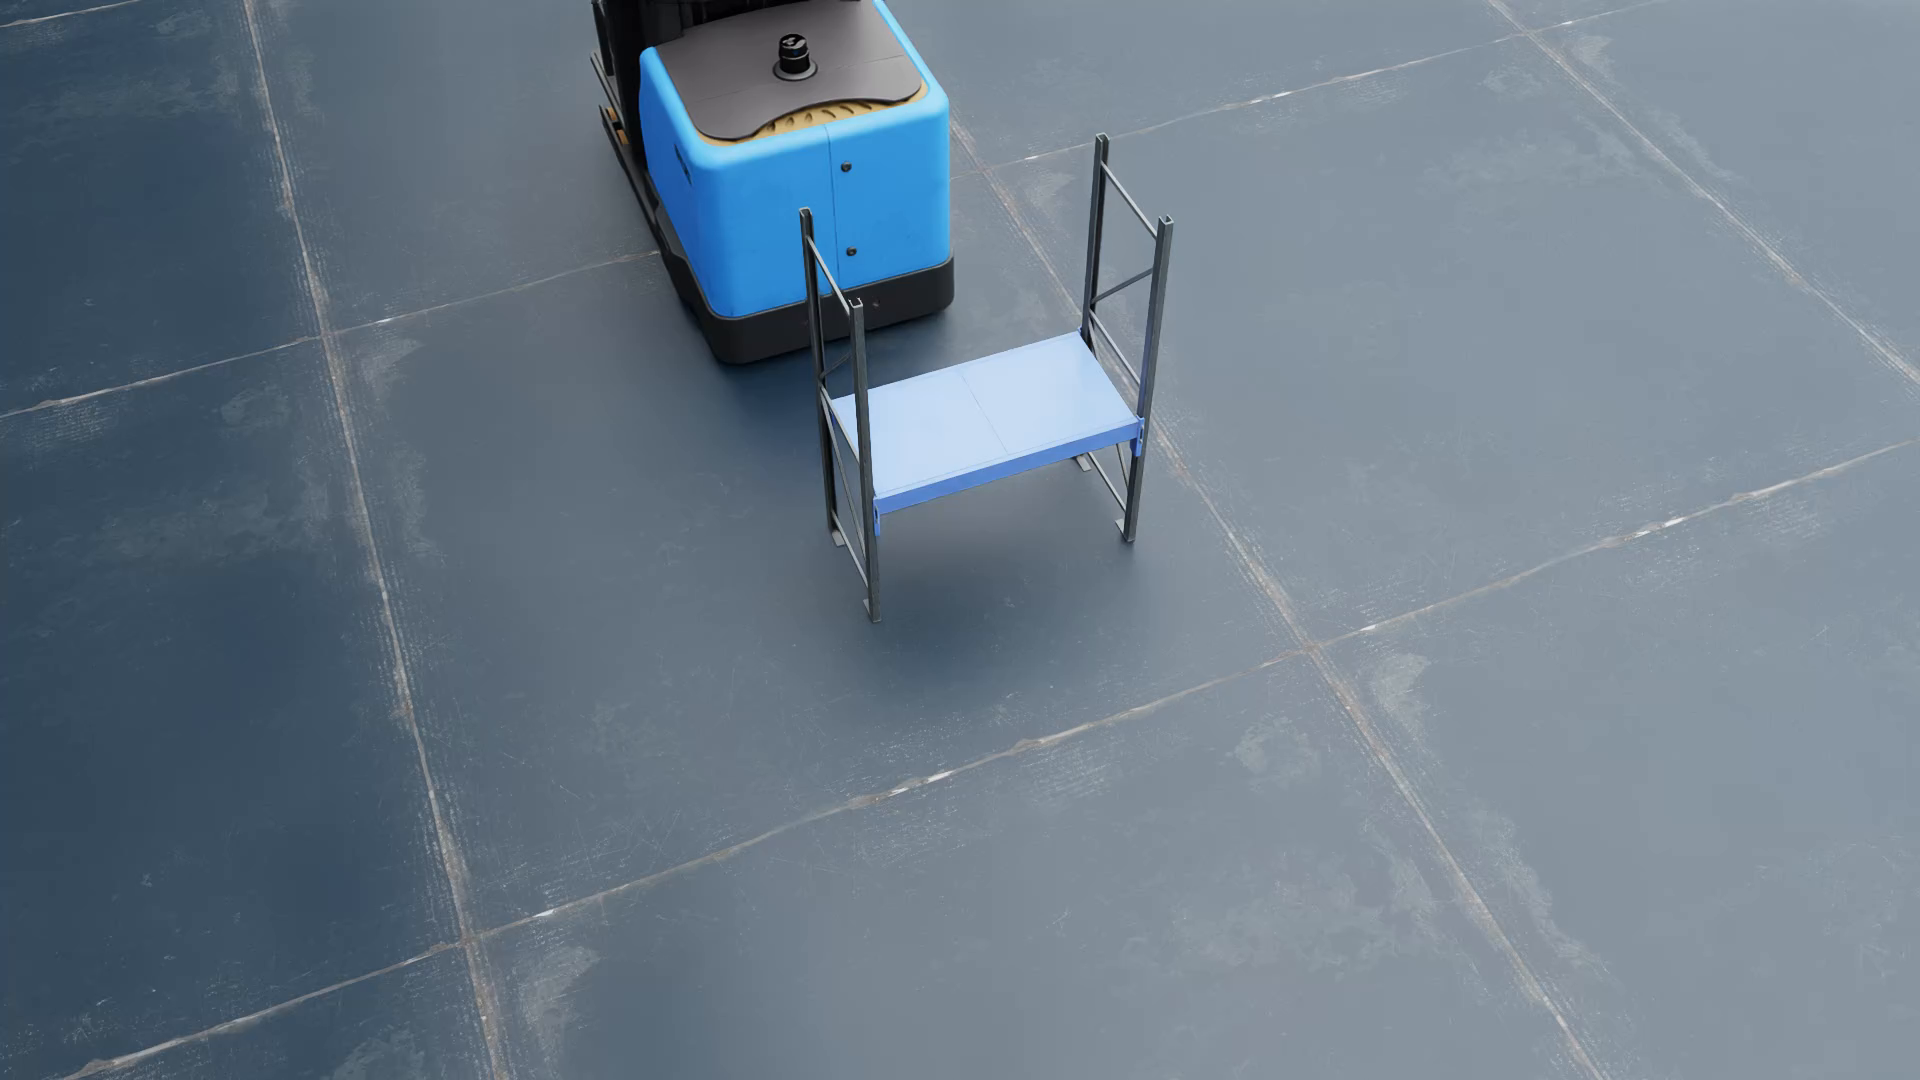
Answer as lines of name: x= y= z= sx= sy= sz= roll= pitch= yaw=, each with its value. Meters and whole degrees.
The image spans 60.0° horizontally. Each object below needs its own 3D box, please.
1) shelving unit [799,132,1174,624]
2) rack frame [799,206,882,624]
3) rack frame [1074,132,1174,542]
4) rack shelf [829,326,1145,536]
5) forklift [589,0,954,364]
shelving unit: x=0.079 y=-0.513 z=5.702 sx=1.048 sy=1.500 sz=0.538 roll=-17 pitch=52 yaw=-14
rack frame: x=-0.392 y=-0.367 z=5.577 sx=0.032 sy=1.500 sz=0.500 roll=-17 pitch=52 yaw=-14
rack frame: x=0.550 y=-0.659 z=5.827 sx=0.032 sy=1.500 sz=0.500 roll=-17 pitch=52 yaw=-14
rack shelf: x=0.079 y=-0.396 z=5.839 sx=1.000 sy=0.185 sz=0.538 roll=-17 pitch=52 yaw=-14
forklift: x=-1.046 y=-2.814 z=6.734 sx=1.130 sy=2.935 sz=3.031 roll=-17 pitch=51 yaw=-14
